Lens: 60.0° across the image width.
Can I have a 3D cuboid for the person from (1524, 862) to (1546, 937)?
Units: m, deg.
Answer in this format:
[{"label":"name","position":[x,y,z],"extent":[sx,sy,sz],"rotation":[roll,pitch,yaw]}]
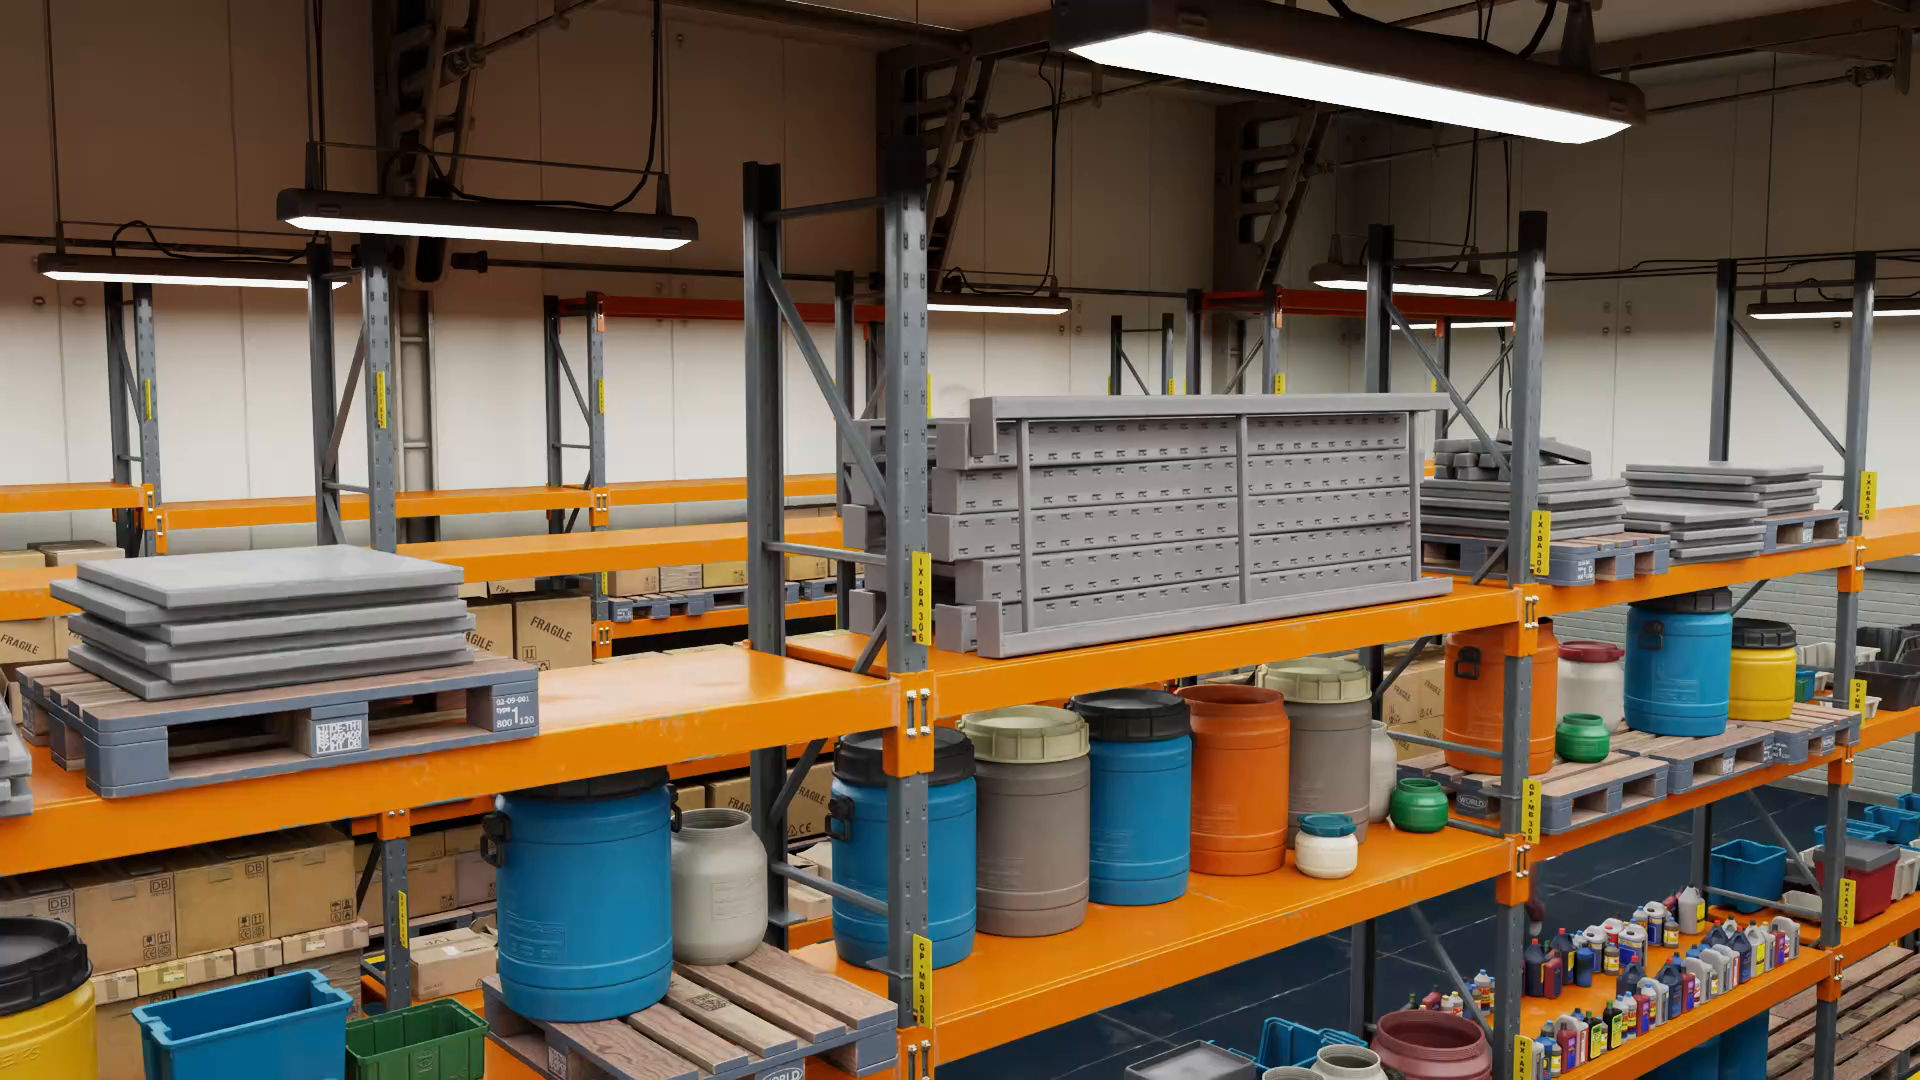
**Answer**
[{"label":"person","position":[5.035,2.881,14.961],"extent":[0.584,1.647,0.911],"rotation":[4,7,38]}]
